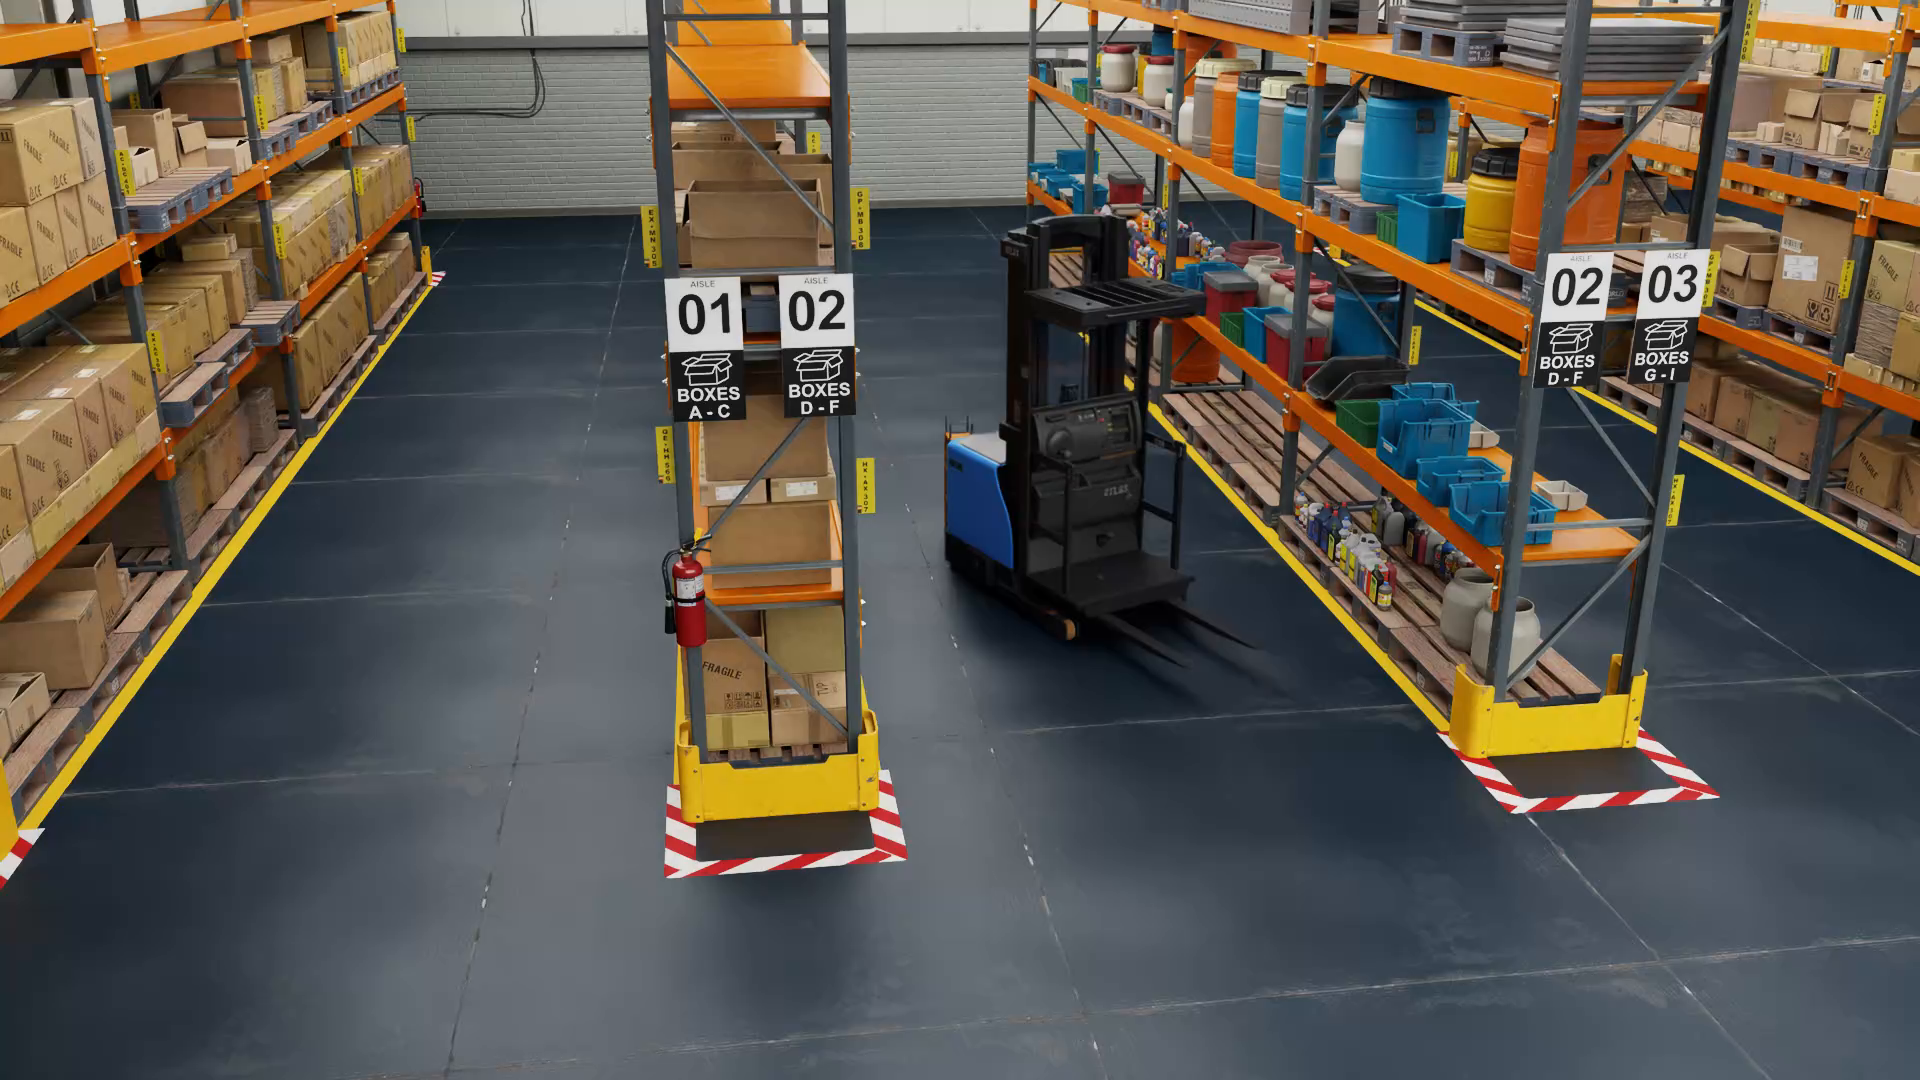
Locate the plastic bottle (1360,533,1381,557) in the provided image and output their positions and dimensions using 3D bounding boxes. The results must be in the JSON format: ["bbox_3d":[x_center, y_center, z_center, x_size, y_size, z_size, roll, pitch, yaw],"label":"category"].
[{"bbox_3d":[3.180,0.096,12.937,0.152,0.276,0.135,-3,21,-8],"label":"plastic bottle"}]

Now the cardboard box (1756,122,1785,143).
[{"bbox_3d":[7.775,-3.857,15.703,0.380,0.166,0.250,-3,21,-9],"label":"cardboard box"}]

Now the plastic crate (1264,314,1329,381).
[{"bbox_3d":[2.871,-1.653,14.264,0.402,0.464,0.583,-3,21,-8],"label":"plastic crate"}]

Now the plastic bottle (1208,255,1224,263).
[{"bbox_3d":[2.774,-2.956,18.021,0.152,0.276,0.135,-3,21,-8],"label":"plastic bottle"}]

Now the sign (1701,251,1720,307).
[{"bbox_3d":[4.365,-1.522,9.703,0.100,0.325,0.005,-3,21,-8],"label":"sign"}]

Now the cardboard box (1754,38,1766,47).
[{"bbox_3d":[11.386,-7.003,23.321,0.380,0.149,0.250,-3,21,-8],"label":"cardboard box"}]

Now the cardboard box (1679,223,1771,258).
[{"bbox_3d":[7.865,-2.976,17.154,0.700,0.500,0.500,0,20,0],"label":"cardboard box"}]

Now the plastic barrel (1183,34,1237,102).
[{"bbox_3d":[2.588,-4.856,17.429,0.600,0.830,0.708,-3,21,-8],"label":"plastic barrel"}]

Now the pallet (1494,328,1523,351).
[{"bbox_3d":[7.356,-2.498,20.602,1.003,0.211,1.213,-3,21,-8],"label":"pallet"}]

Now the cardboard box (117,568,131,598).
[{"bbox_3d":[-6.454,0.334,12.456,0.380,0.166,0.250,-6,21,-15],"label":"cardboard box"}]

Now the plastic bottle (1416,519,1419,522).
[{"bbox_3d":[3.714,-0.075,13.384,0.061,0.283,0.133,-2,21,-4],"label":"plastic bottle"}]

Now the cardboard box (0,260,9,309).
[{"bbox_3d":[-5.905,-1.543,9.603,0.500,0.500,0.500,-2,21,-5],"label":"cardboard box"}]

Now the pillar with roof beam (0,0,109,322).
[{"bbox_3d":[-3.546,-4.890,14.447,9.100,9.000,0.400,-3,21,-8],"label":"pillar with roof beam"}]

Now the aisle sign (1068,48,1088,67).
[{"bbox_3d":[1.793,-6.883,24.643,0.394,0.787,0.004,-3,21,-8],"label":"aisle sign"}]

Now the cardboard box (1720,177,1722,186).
[{"bbox_3d":[11.335,-5.307,24.497,0.380,0.149,0.250,-2,21,-6],"label":"cardboard box"}]

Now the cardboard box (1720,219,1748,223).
[{"bbox_3d":[11.781,-4.794,25.389,0.380,0.149,0.250,-4,21,-10],"label":"cardboard box"}]

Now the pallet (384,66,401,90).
[{"bbox_3d":[-8.173,-6.233,22.458,1.003,0.211,1.213,-3,21,-8],"label":"pallet"}]

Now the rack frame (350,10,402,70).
[{"bbox_3d":[-8.290,-7.936,22.604,1.000,3.000,0.127,-3,21,-8],"label":"rack frame"}]

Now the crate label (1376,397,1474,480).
[{"bbox_3d":[3.287,-0.726,11.823,0.502,0.435,0.616,-3,21,-8],"label":"crate label"}]

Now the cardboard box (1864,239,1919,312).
[{"bbox_3d":[7.958,-2.207,13.840,0.500,0.500,0.500,-3,21,-8],"label":"cardboard box"}]

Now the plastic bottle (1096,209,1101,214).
[{"bbox_3d":[1.740,-3.991,20.783,0.061,0.283,0.133,-3,21,-8],"label":"plastic bottle"}]

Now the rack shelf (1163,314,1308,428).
[{"bbox_3d":[2.955,-1.826,15.847,1.077,0.370,4.000,-3,21,-8],"label":"rack shelf"}]

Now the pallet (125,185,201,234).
[{"bbox_3d":[-6.544,-2.508,12.624,1.213,0.211,1.003,-3,21,-8],"label":"pallet"}]

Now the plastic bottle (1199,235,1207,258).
[{"bbox_3d":[2.803,-3.370,19.118,0.061,0.283,0.133,-3,21,-8],"label":"plastic bottle"}]

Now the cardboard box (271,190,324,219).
[{"bbox_3d":[-7.181,-3.609,17.923,0.500,0.250,0.500,-3,21,-9],"label":"cardboard box"}]

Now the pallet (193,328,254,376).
[{"bbox_3d":[-6.811,-1.583,14.442,1.003,0.211,1.213,-3,21,-8],"label":"pallet"}]

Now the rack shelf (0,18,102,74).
[{"bbox_3d":[-6.272,-2.751,9.752,1.077,0.370,4.000,-3,21,-8],"label":"rack shelf"}]

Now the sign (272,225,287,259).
[{"bbox_3d":[-6.601,-2.892,16.131,0.100,0.325,0.005,-3,21,-8],"label":"sign"}]

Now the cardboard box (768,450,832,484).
[{"bbox_3d":[-0.967,-0.426,10.000,0.380,0.149,0.250,-3,21,-9],"label":"cardboard box"}]

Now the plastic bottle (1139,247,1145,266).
[{"bbox_3d":[2.070,-3.204,18.792,0.097,0.201,0.097,0,20,0],"label":"plastic bottle"}]

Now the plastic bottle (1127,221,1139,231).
[{"bbox_3d":[2.064,-3.690,19.987,0.152,0.276,0.135,-3,21,-8],"label":"plastic bottle"}]

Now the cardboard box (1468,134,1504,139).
[{"bbox_3d":[7.112,-5.261,22.731,0.500,0.500,0.500,-3,21,-8],"label":"cardboard box"}]

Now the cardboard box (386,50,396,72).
[{"bbox_3d":[-7.922,-6.464,22.421,0.500,0.250,0.500,-2,21,-6],"label":"cardboard box"}]

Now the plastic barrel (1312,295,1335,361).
[{"bbox_3d":[3.322,-1.877,14.760,0.433,0.535,0.433,0,20,0],"label":"plastic barrel"}]

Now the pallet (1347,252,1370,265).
[{"bbox_3d":[6.607,-4.296,25.418,1.003,0.211,1.213,-3,21,-8],"label":"pallet"}]

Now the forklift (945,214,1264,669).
[{"bbox_3d":[1.064,-0.812,12.202,1.130,2.935,3.031,-12,23,-29],"label":"forklift"}]

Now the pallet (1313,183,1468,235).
[{"bbox_3d":[3.444,-2.543,12.720,1.213,0.211,1.003,-3,21,-8],"label":"pallet"}]

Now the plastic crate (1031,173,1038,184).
[{"bbox_3d":[1.188,-5.313,24.445,0.250,0.136,0.298,-3,21,-8],"label":"plastic crate"}]

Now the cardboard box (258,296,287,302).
[{"bbox_3d":[-6.955,-2.374,16.615,0.380,0.149,0.250,-3,21,-9],"label":"cardboard box"}]

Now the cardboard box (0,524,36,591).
[{"bbox_3d":[-5.829,0.110,9.819,0.500,0.250,0.500,-4,21,-9],"label":"cardboard box"}]

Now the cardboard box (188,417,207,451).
[{"bbox_3d":[-6.829,-0.944,14.328,0.500,0.250,0.500,-4,21,-9],"label":"cardboard box"}]

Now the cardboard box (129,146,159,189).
[{"bbox_3d":[-6.649,-2.938,13.035,0.500,0.311,0.500,-2,21,-6],"label":"cardboard box"}]

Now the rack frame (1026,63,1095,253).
[{"bbox_3d":[1.513,-5.626,24.992,1.000,3.000,0.127,-3,21,-8],"label":"rack frame"}]

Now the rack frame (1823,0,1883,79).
[{"bbox_3d":[11.914,-7.516,21.479,1.000,3.000,0.127,-3,21,-8],"label":"rack frame"}]

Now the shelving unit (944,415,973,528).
[{"bbox_3d":[-0.008,-0.510,14.082,0.215,1.050,0.252,-3,21,-8],"label":"shelving unit"}]

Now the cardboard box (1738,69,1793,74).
[{"bbox_3d":[7.969,-4.462,16.732,0.500,0.500,0.500,-3,21,-8],"label":"cardboard box"}]

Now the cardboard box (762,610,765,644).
[{"bbox_3d":[-1.098,0.360,11.223,0.500,0.500,0.500,-3,21,-8],"label":"cardboard box"}]

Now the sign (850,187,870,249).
[{"bbox_3d":[-0.532,-1.715,8.872,0.100,0.325,0.005,-3,21,-8],"label":"sign"}]

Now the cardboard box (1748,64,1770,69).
[{"bbox_3d":[11.442,-6.546,23.383,0.500,0.250,0.500,-3,21,-8],"label":"cardboard box"}]

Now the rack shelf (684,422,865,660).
[{"bbox_3d":[-1.371,-0.193,11.474,1.077,0.370,4.000,-3,21,-8],"label":"rack shelf"}]

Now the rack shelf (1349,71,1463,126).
[{"bbox_3d":[6.703,-6.251,23.407,1.077,0.370,4.000,-3,21,-8],"label":"rack shelf"}]

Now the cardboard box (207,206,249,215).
[{"bbox_3d":[-7.530,-3.227,16.899,0.500,0.250,0.500,-4,21,-10],"label":"cardboard box"}]

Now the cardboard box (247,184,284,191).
[{"bbox_3d":[-7.746,-3.761,18.332,0.500,0.250,0.500,-4,21,-10],"label":"cardboard box"}]

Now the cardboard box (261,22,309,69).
[{"bbox_3d":[-8.045,-5.901,19.841,0.500,0.500,0.500,-3,21,-8],"label":"cardboard box"}]

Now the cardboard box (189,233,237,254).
[{"bbox_3d":[-7.058,-2.795,15.714,0.380,0.149,0.250,-6,21,-15],"label":"cardboard box"}]

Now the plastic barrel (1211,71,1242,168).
[{"bbox_3d":[2.664,-3.941,15.579,0.600,0.830,0.708,-3,21,-8],"label":"plastic barrel"}]

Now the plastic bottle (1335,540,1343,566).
[{"bbox_3d":[2.994,0.099,13.035,0.097,0.201,0.097,0,20,0],"label":"plastic bottle"}]
